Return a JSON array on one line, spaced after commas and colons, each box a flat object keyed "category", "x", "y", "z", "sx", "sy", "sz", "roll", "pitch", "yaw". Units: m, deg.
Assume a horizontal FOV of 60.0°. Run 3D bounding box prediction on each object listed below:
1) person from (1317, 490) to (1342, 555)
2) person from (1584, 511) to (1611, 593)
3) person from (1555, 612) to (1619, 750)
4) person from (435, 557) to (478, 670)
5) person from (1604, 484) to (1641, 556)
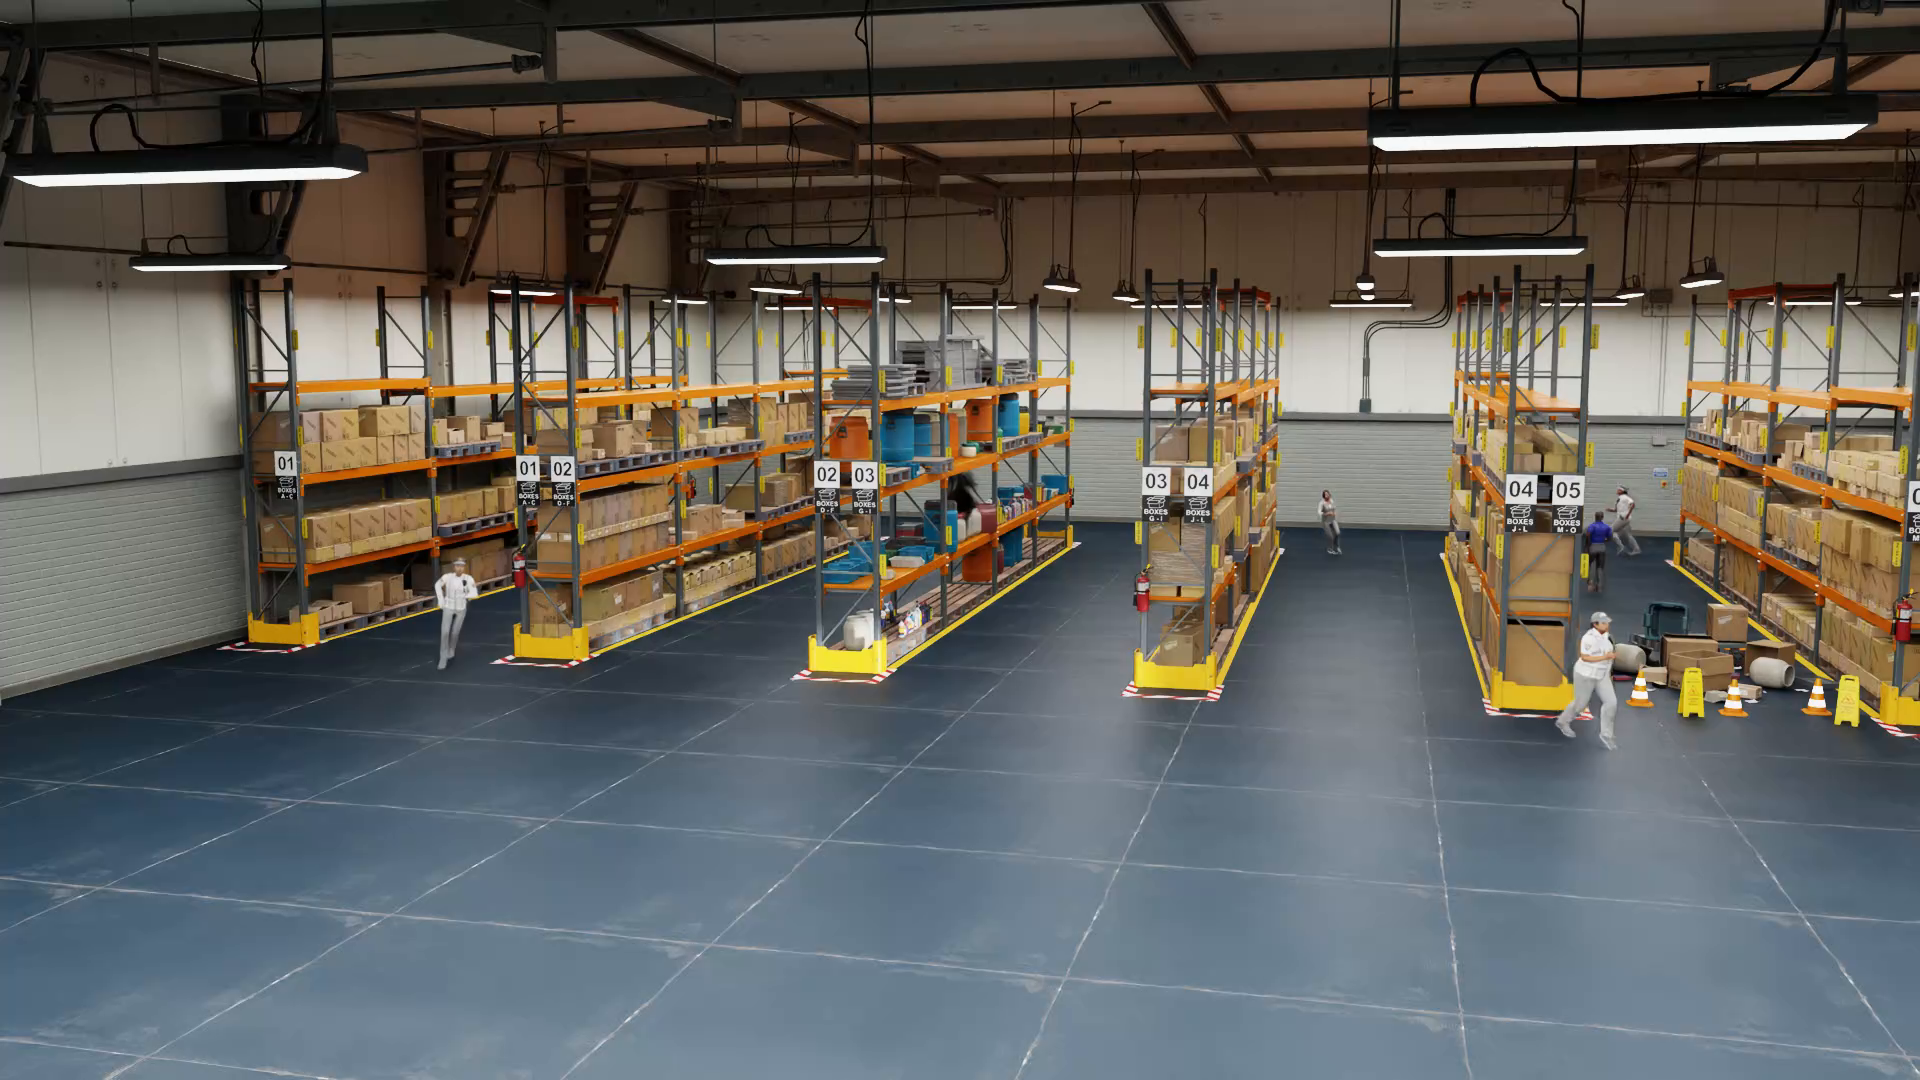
[{"category": "person", "x": 8.587, "y": -0.417, "z": 38.725, "sx": 0.593, "sy": 1.519, "sz": 0.631, "roll": -1, "pitch": 7, "yaw": -9}, {"category": "person", "x": 12.630, "y": 0.228, "z": 33.031, "sx": 0.544, "sy": 1.638, "sz": 0.651, "roll": 1, "pitch": 7, "yaw": 7}, {"category": "person", "x": 7.798, "y": 1.736, "z": 20.638, "sx": 0.590, "sy": 1.732, "sz": 0.840, "roll": -4, "pitch": 8, "yaw": -33}, {"category": "person", "x": -7.794, "y": 1.101, "z": 25.769, "sx": 0.635, "sy": 1.714, "sz": 0.837, "roll": -2, "pitch": 7, "yaw": -18}, {"category": "person", "x": 15.360, "y": -0.454, "z": 38.520, "sx": 0.846, "sy": 1.684, "sz": 0.585, "roll": 3, "pitch": 7, "yaw": 23}]
